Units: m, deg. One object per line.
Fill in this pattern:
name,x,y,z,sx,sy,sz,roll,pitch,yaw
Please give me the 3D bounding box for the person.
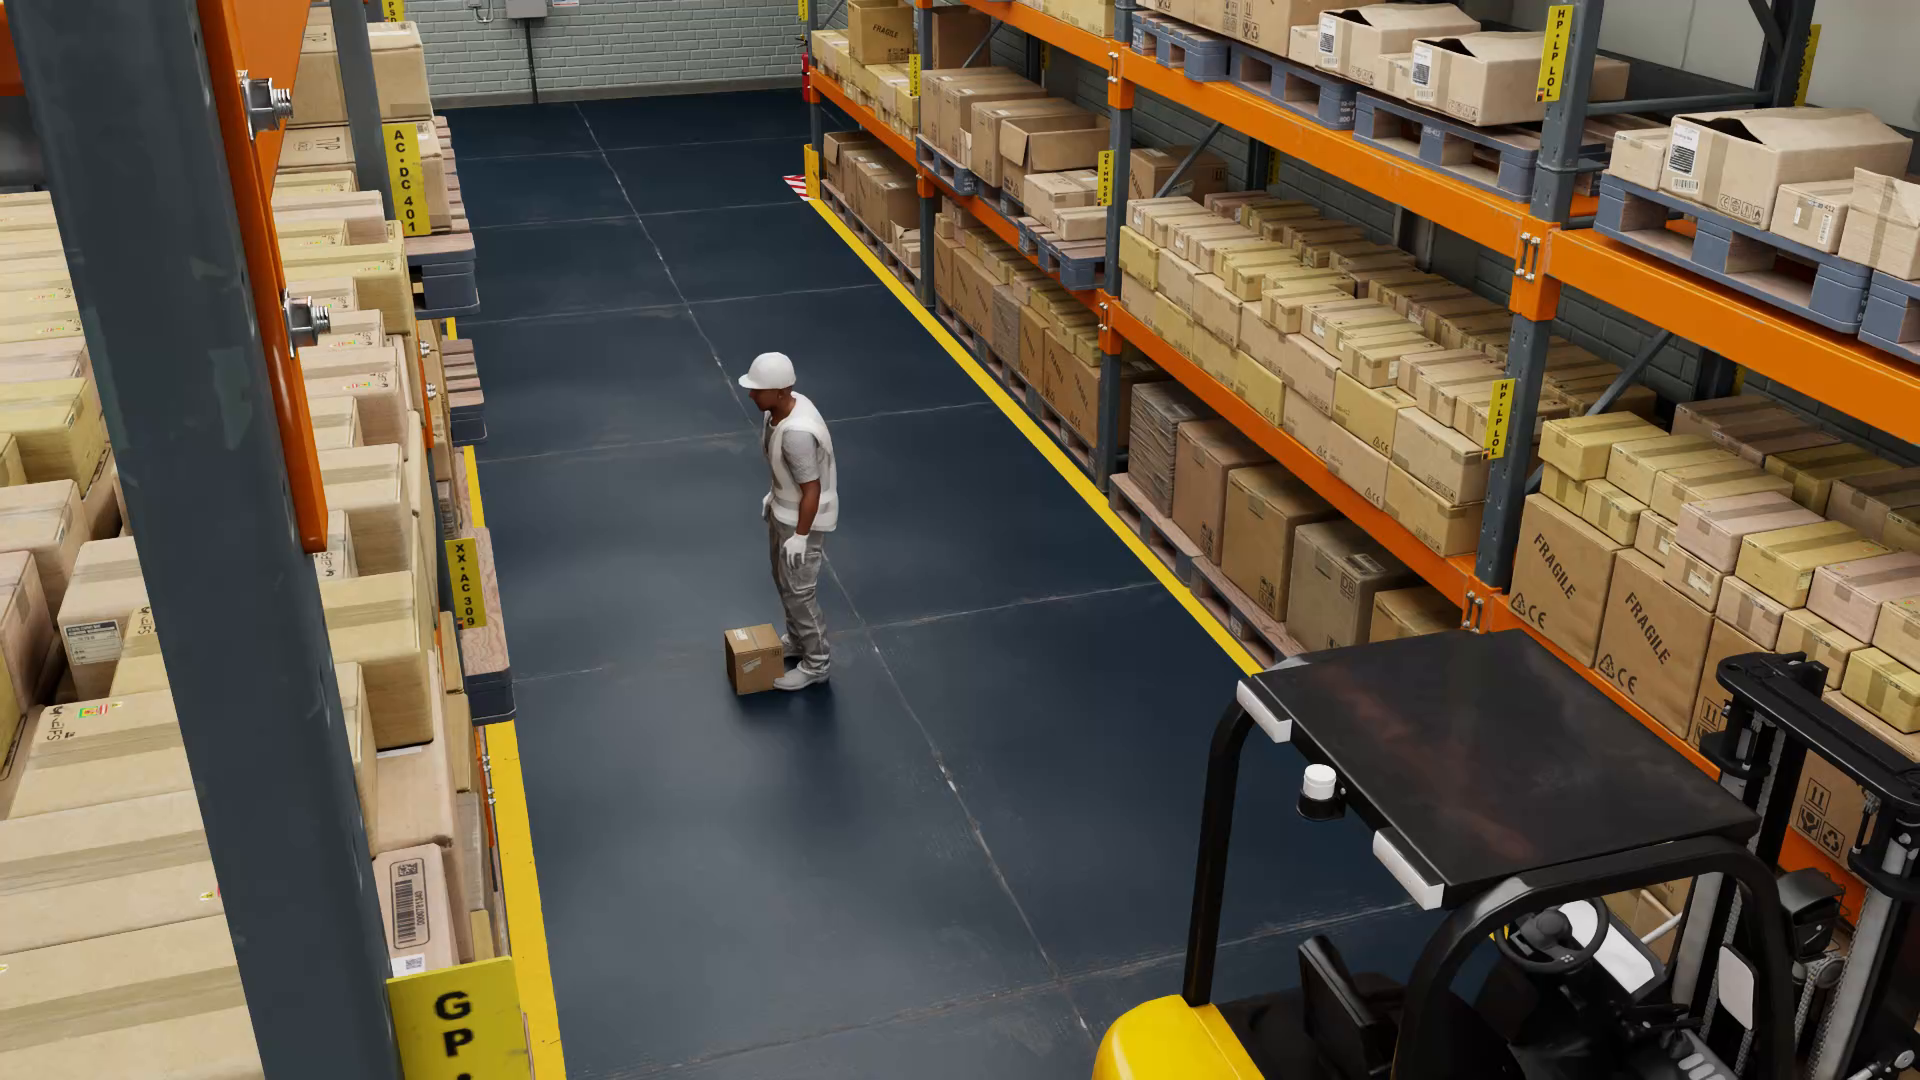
person,-0.845,-0.108,8.320,0.446,1.775,0.617,-8,27,-16
